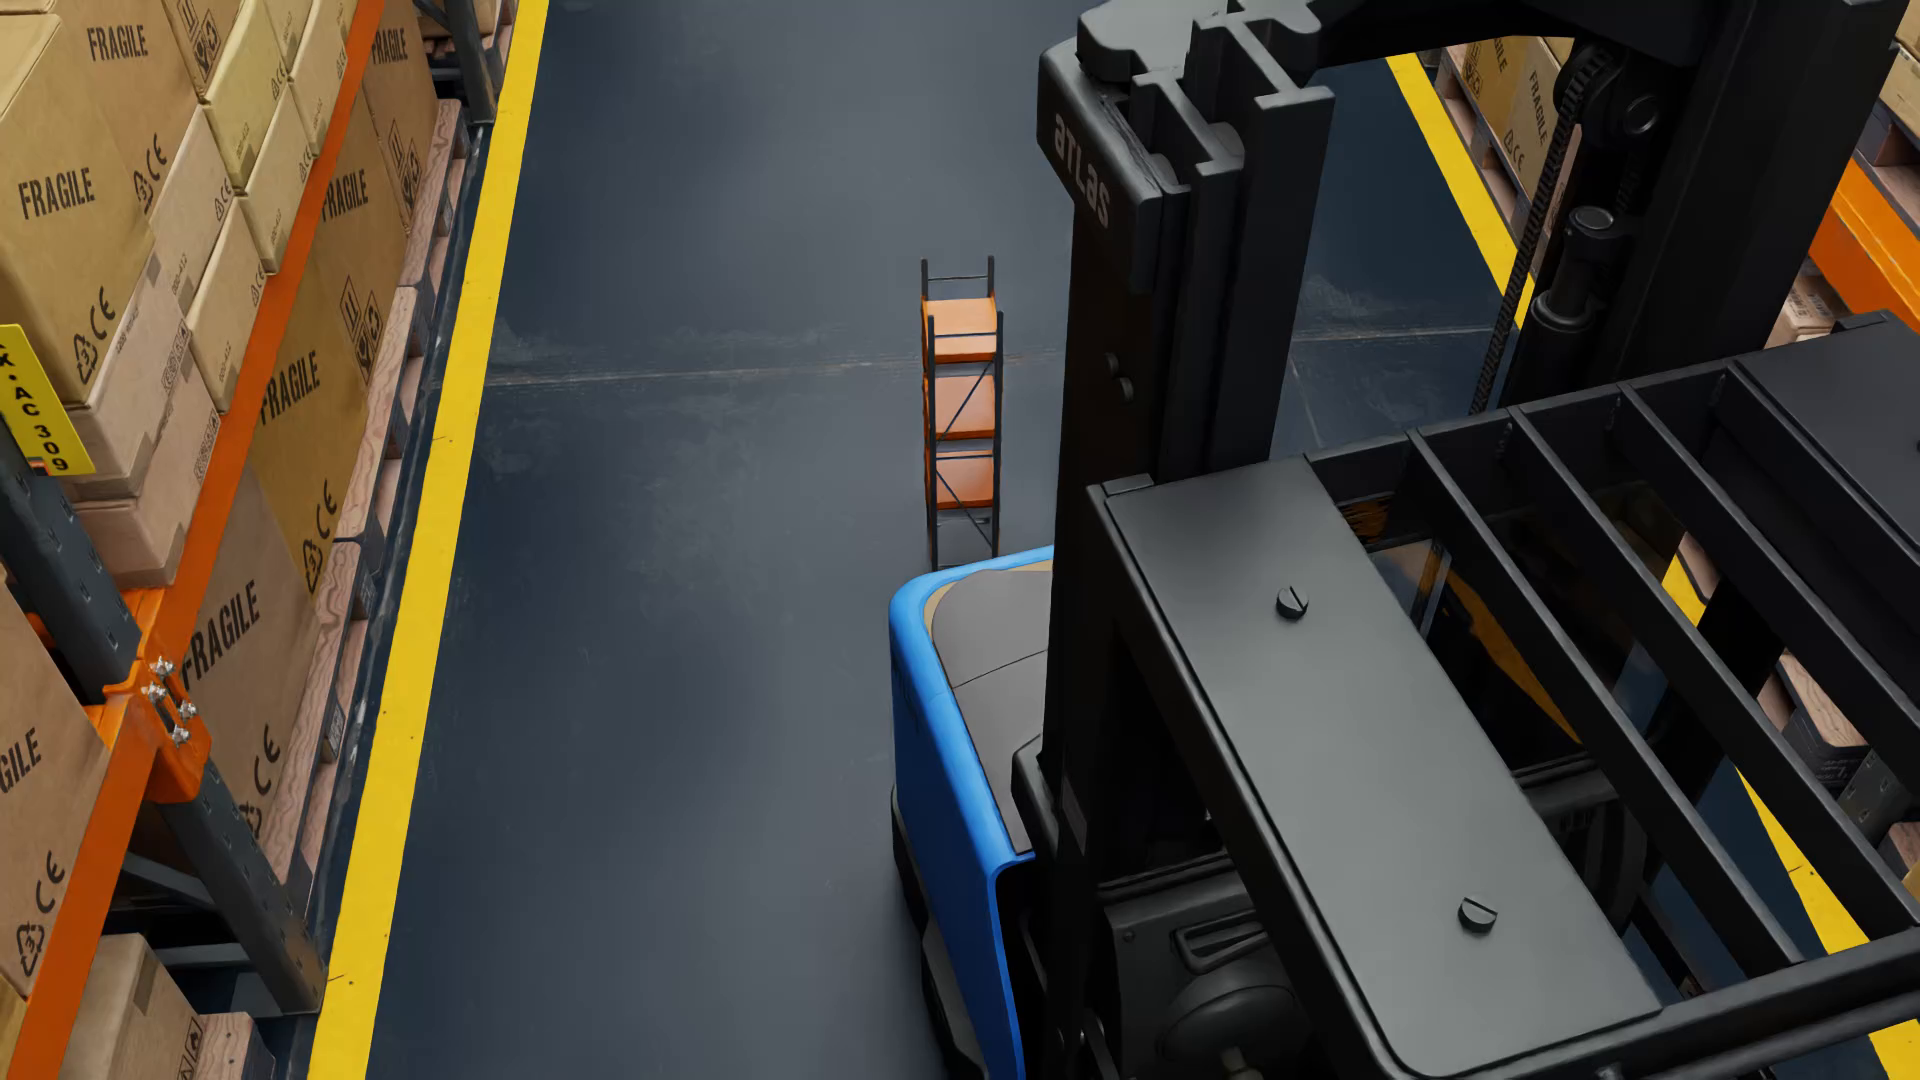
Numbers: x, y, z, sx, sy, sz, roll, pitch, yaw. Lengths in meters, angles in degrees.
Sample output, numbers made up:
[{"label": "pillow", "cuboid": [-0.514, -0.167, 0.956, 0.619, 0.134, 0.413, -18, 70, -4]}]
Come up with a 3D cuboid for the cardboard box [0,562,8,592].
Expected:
[{"label": "cardboard box", "cuboid": [-1.777, 0.081, 2.350, 0.500, 0.500, 0.500, -4, 47, -4]}]

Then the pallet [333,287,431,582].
[{"label": "pallet", "cuboid": [-2.337, -0.345, 5.432, 1.003, 0.211, 1.213, -3, 47, -3]}]

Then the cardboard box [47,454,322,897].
[{"label": "cardboard box", "cuboid": [-2.224, 0.277, 4.096, 0.875, 0.875, 0.875, -2, 47, -2]}]

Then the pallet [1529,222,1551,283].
[{"label": "pallet", "cuboid": [2.660, -0.729, 5.795, 1.003, 0.211, 1.213, -3, 47, -3]}]

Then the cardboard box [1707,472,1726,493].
[{"label": "cardboard box", "cuboid": [2.477, -0.416, 5.010, 0.500, 0.500, 0.500, -4, 47, -4]}]

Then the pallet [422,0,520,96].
[{"label": "pallet", "cuboid": [-2.491, -2.366, 7.346, 1.003, 0.211, 1.213, -3, 47, -3]}]

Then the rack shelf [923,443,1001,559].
[{"label": "rack shelf", "cuboid": [0.004, -0.124, 5.042, 0.215, 0.259, 0.240, -3, 47, -3]}]

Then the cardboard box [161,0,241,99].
[{"label": "cardboard box", "cuboid": [-1.952, -1.309, 3.667, 0.500, 0.500, 0.500, -5, 47, -4]}]

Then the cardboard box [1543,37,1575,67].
[{"label": "cardboard box", "cuboid": [2.356, -1.796, 5.801, 0.500, 0.250, 0.500, -4, 47, -4]}]

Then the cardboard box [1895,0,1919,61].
[{"label": "cardboard box", "cuboid": [2.534, -1.244, 4.041, 0.380, 0.149, 0.250, -5, 47, -5]}]

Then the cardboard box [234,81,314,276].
[{"label": "cardboard box", "cuboid": [-1.938, -0.895, 4.135, 0.500, 0.250, 0.500, -4, 47, -4]}]

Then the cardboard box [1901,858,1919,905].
[{"label": "cardboard box", "cuboid": [2.542, 0.879, 4.026, 0.380, 0.149, 0.250, -5, 47, -5]}]

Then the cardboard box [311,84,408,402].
[{"label": "cardboard box", "cuboid": [-2.381, -1.023, 5.327, 0.875, 0.875, 0.875, -3, 47, -3]}]

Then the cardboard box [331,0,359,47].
[{"label": "cardboard box", "cuboid": [-2.041, -1.624, 4.826, 0.500, 0.250, 0.500, -4, 47, -4]}]

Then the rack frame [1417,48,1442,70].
[{"label": "rack frame", "cuboid": [2.497, -3.134, 6.152, 1.000, 3.000, 0.127, -3, 47, -3]}]

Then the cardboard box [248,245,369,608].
[{"label": "cardboard box", "cuboid": [-2.307, -0.376, 4.715, 0.875, 0.875, 0.875, -2, 47, -2]}]

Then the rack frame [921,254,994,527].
[{"label": "rack frame", "cuboid": [-0.006, -0.411, 4.916, 0.200, 1.050, 0.008, -3, 47, -3]}]

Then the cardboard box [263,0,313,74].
[{"label": "cardboard box", "cuboid": [-1.980, -1.430, 4.297, 0.500, 0.250, 0.500, -5, 47, -4]}]

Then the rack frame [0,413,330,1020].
[{"label": "rack frame", "cuboid": [-2.092, 0.134, 3.057, 1.000, 3.000, 0.127, -3, 47, -3]}]

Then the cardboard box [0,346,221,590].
[{"label": "cardboard box", "cuboid": [-1.866, -0.149, 3.428, 0.500, 0.250, 0.500, -4, 47, -4]}]

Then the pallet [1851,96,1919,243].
[{"label": "pallet", "cuboid": [2.913, -0.736, 4.013, 1.003, 0.211, 1.213, -3, 47, -3]}]

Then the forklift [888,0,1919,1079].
[{"label": "forklift", "cuboid": [0.749, 0.741, 2.530, 1.130, 2.935, 3.031, -13, 48, -12]}]

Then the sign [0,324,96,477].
[{"label": "sign", "cuboid": [-1.539, -0.226, 2.747, 0.100, 0.325, 0.005, -3, 47, -3]}]

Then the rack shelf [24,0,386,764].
[{"label": "rack shelf", "cuboid": [-2.260, -1.065, 4.689, 1.077, 0.370, 4.000, -3, 47, -3]}]

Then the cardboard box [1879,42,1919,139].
[{"label": "cardboard box", "cuboid": [2.540, -1.123, 4.131, 0.380, 0.149, 0.250, -6, 47, -5]}]

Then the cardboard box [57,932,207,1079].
[{"label": "cardboard box", "cuboid": [-2.146, 1.332, 3.398, 0.875, 0.438, 0.875, -4, 47, -4]}]

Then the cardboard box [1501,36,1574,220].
[{"label": "cardboard box", "cuboid": [2.348, -1.528, 6.063, 0.500, 0.500, 0.500, -3, 47, -3]}]

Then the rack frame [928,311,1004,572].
[{"label": "rack frame", "cuboid": [0.015, -0.234, 4.749, 0.200, 1.050, 0.008, -3, 47, -3]}]

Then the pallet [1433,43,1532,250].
[{"label": "pallet", "cuboid": [2.561, -1.610, 6.629, 1.003, 0.211, 1.213, -3, 47, -3]}]

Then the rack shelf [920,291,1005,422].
[{"label": "rack shelf", "cuboid": [0.004, -0.510, 4.634, 0.215, 0.259, 0.240, -3, 47, -3]}]

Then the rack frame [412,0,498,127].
[{"label": "rack frame", "cuboid": [-2.427, -2.760, 5.798, 1.000, 3.000, 0.127, -3, 47, -3]}]

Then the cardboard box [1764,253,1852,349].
[{"label": "cardboard box", "cuboid": [2.488, -0.679, 4.743, 0.500, 0.250, 0.500, -1, 47, -1]}]

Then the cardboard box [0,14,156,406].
[{"label": "cardboard box", "cuboid": [-1.842, -0.580, 2.976, 0.500, 0.500, 0.500, -3, 47, -3]}]

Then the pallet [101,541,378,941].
[{"label": "pallet", "cuboid": [-2.232, 0.539, 4.594, 1.003, 0.211, 1.213, -3, 47, -3]}]

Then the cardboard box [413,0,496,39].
[{"label": "cardboard box", "cuboid": [-2.464, -2.410, 6.987, 0.950, 0.372, 0.625, -6, 47, -6]}]

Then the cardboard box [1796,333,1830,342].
[{"label": "cardboard box", "cuboid": [2.518, -0.306, 4.390, 0.500, 0.250, 0.500, -5, 47, -4]}]

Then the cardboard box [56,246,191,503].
[{"label": "cardboard box", "cuboid": [-1.848, -0.322, 3.248, 0.500, 0.250, 0.500, -5, 47, -4]}]

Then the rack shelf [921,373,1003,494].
[{"label": "rack shelf", "cuboid": [0.004, -0.315, 4.840, 0.215, 0.259, 0.240, -3, 47, -3]}]

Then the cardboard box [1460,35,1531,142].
[{"label": "cardboard box", "cuboid": [2.302, -1.891, 6.408, 0.500, 0.500, 0.500, -5, 47, -5]}]

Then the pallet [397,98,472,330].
[{"label": "pallet", "cuboid": [-2.436, -1.226, 6.266, 1.003, 0.211, 1.213, -3, 47, -3]}]

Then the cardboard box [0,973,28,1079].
[{"label": "cardboard box", "cuboid": [-1.750, 0.792, 2.365, 0.500, 0.500, 0.500, -5, 47, -4]}]

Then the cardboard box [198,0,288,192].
[{"label": "cardboard box", "cuboid": [-1.935, -1.064, 3.951, 0.500, 0.250, 0.500, -3, 47, -3]}]

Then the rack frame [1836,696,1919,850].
[{"label": "rack frame", "cuboid": [2.832, -0.240, 3.411, 1.000, 3.000, 0.127, -3, 47, -3]}]

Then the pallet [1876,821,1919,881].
[{"label": "pallet", "cuboid": [2.924, 1.203, 3.965, 1.003, 0.211, 1.213, -3, 47, -3]}]

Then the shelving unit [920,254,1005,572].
[{"label": "shelving unit", "cuboid": [0.004, -0.322, 4.832, 0.215, 1.050, 0.252, -3, 47, -3]}]

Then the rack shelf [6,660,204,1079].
[{"label": "rack shelf", "cuboid": [-1.925, 1.829, 1.948, 1.077, 0.370, 4.000, -3, 47, -3]}]

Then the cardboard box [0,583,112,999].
[{"label": "cardboard box", "cuboid": [-1.799, 0.420, 2.718, 0.500, 0.500, 0.500, -3, 47, -3]}]

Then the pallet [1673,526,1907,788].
[{"label": "pallet", "cuboid": [2.765, 0.156, 4.957, 1.003, 0.211, 1.213, -3, 47, -3]}]

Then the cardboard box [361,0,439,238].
[{"label": "cardboard box", "cuboid": [-2.452, -1.669, 5.939, 0.875, 0.875, 0.875, -4, 47, -4]}]

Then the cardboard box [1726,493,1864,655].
[{"label": "cardboard box", "cuboid": [2.519, -0.045, 4.659, 0.500, 0.500, 0.500, -4, 47, -4]}]

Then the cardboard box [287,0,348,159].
[{"label": "cardboard box", "cuboid": [-1.970, -1.257, 4.478, 0.500, 0.250, 0.500, -4, 47, -4]}]

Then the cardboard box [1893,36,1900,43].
[{"label": "cardboard box", "cuboid": [2.511, -1.324, 4.322, 0.380, 0.149, 0.250, -5, 47, -5]}]

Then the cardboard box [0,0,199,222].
[{"label": "cardboard box", "cuboid": [-1.913, -0.946, 3.323, 0.500, 0.500, 0.500, -4, 47, -4]}]

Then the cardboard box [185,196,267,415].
[{"label": "cardboard box", "cuboid": [-1.911, -0.523, 3.783, 0.500, 0.250, 0.500, -5, 47, -4]}]

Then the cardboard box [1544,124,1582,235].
[{"label": "cardboard box", "cuboid": [2.395, -1.157, 5.712, 0.500, 0.500, 0.500, -5, 47, -4]}]

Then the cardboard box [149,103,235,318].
[{"label": "cardboard box", "cuboid": [-1.920, -0.697, 3.603, 0.500, 0.250, 0.500, -3, 47, -3]}]

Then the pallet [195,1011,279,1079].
[{"label": "pallet", "cuboid": [-2.106, 1.648, 3.544, 1.003, 0.211, 1.213, -3, 47, -3]}]
